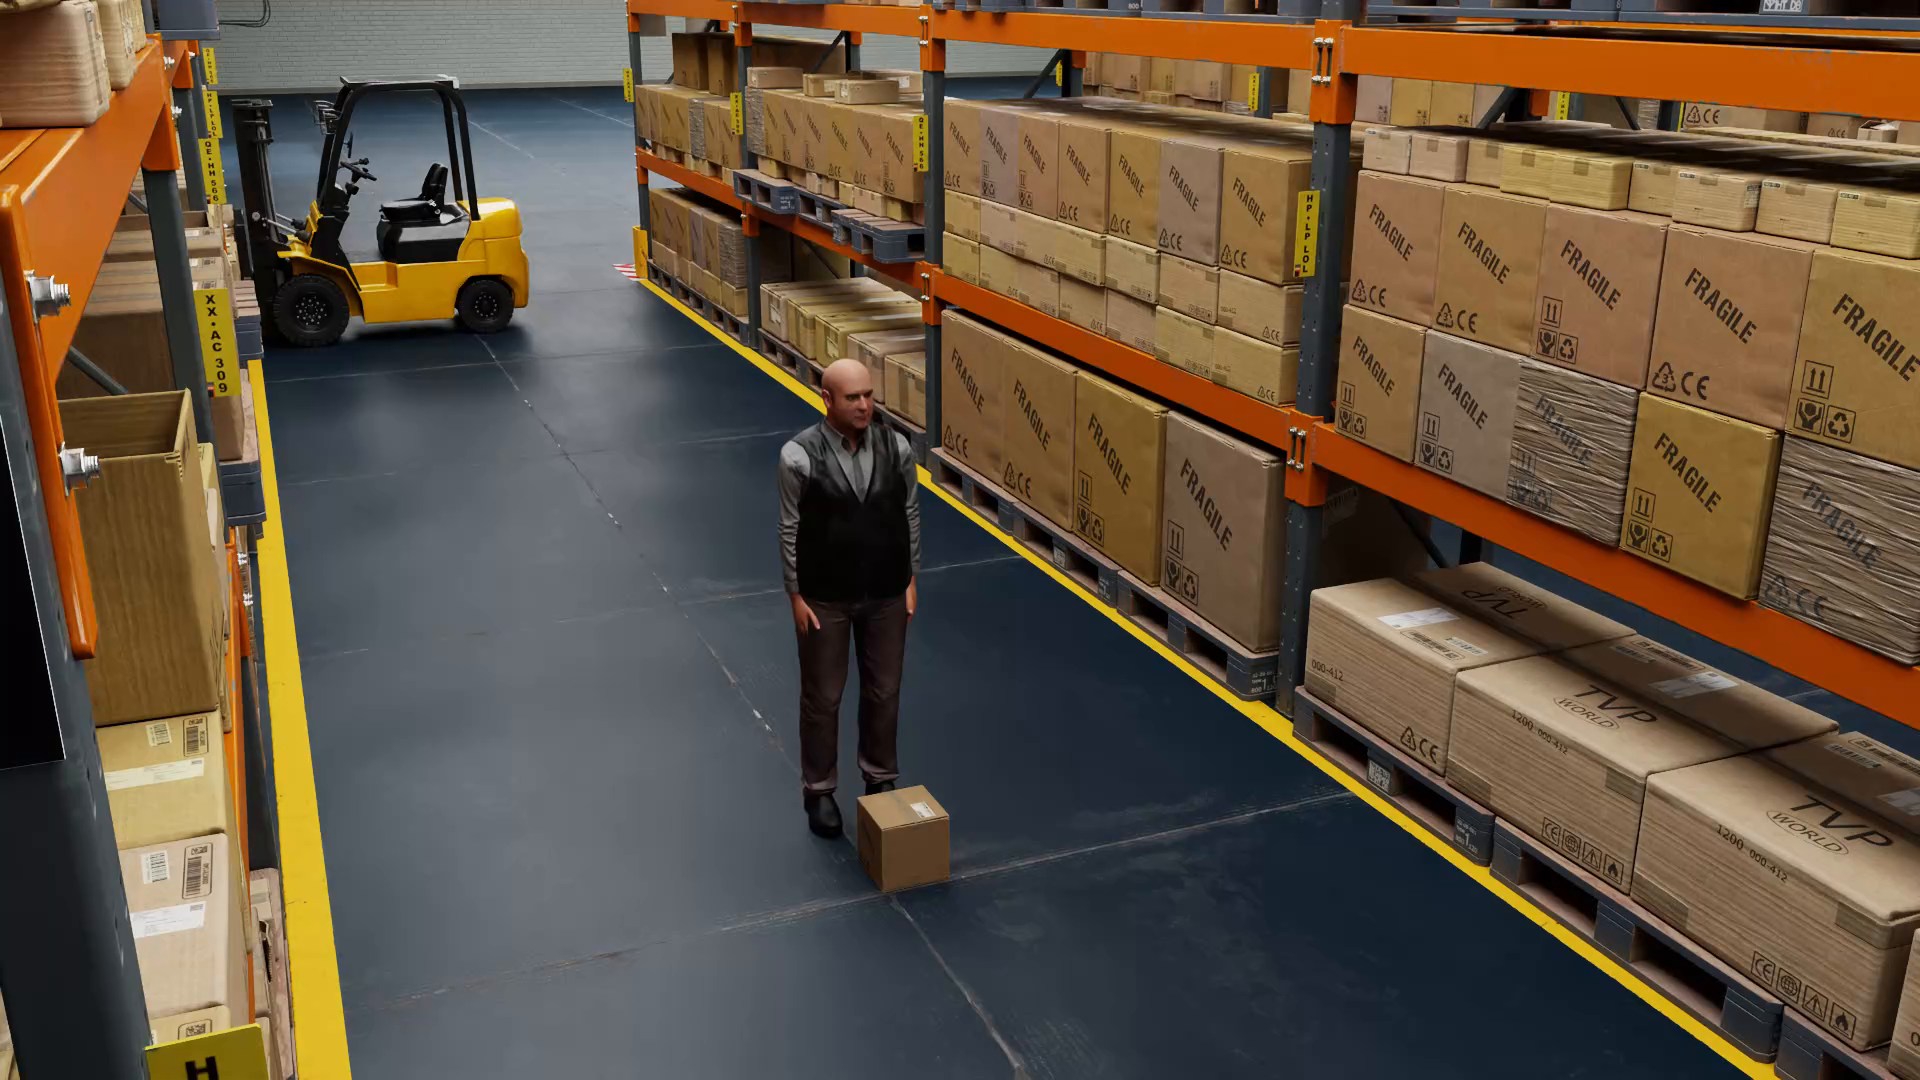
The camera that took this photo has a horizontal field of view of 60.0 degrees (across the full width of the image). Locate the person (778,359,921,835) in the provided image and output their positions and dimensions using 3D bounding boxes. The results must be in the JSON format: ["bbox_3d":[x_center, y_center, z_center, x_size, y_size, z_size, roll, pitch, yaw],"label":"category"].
[{"bbox_3d":[-0.378,0.202,5.999,0.534,1.724,0.346,-8,20,-21],"label":"person"}]
